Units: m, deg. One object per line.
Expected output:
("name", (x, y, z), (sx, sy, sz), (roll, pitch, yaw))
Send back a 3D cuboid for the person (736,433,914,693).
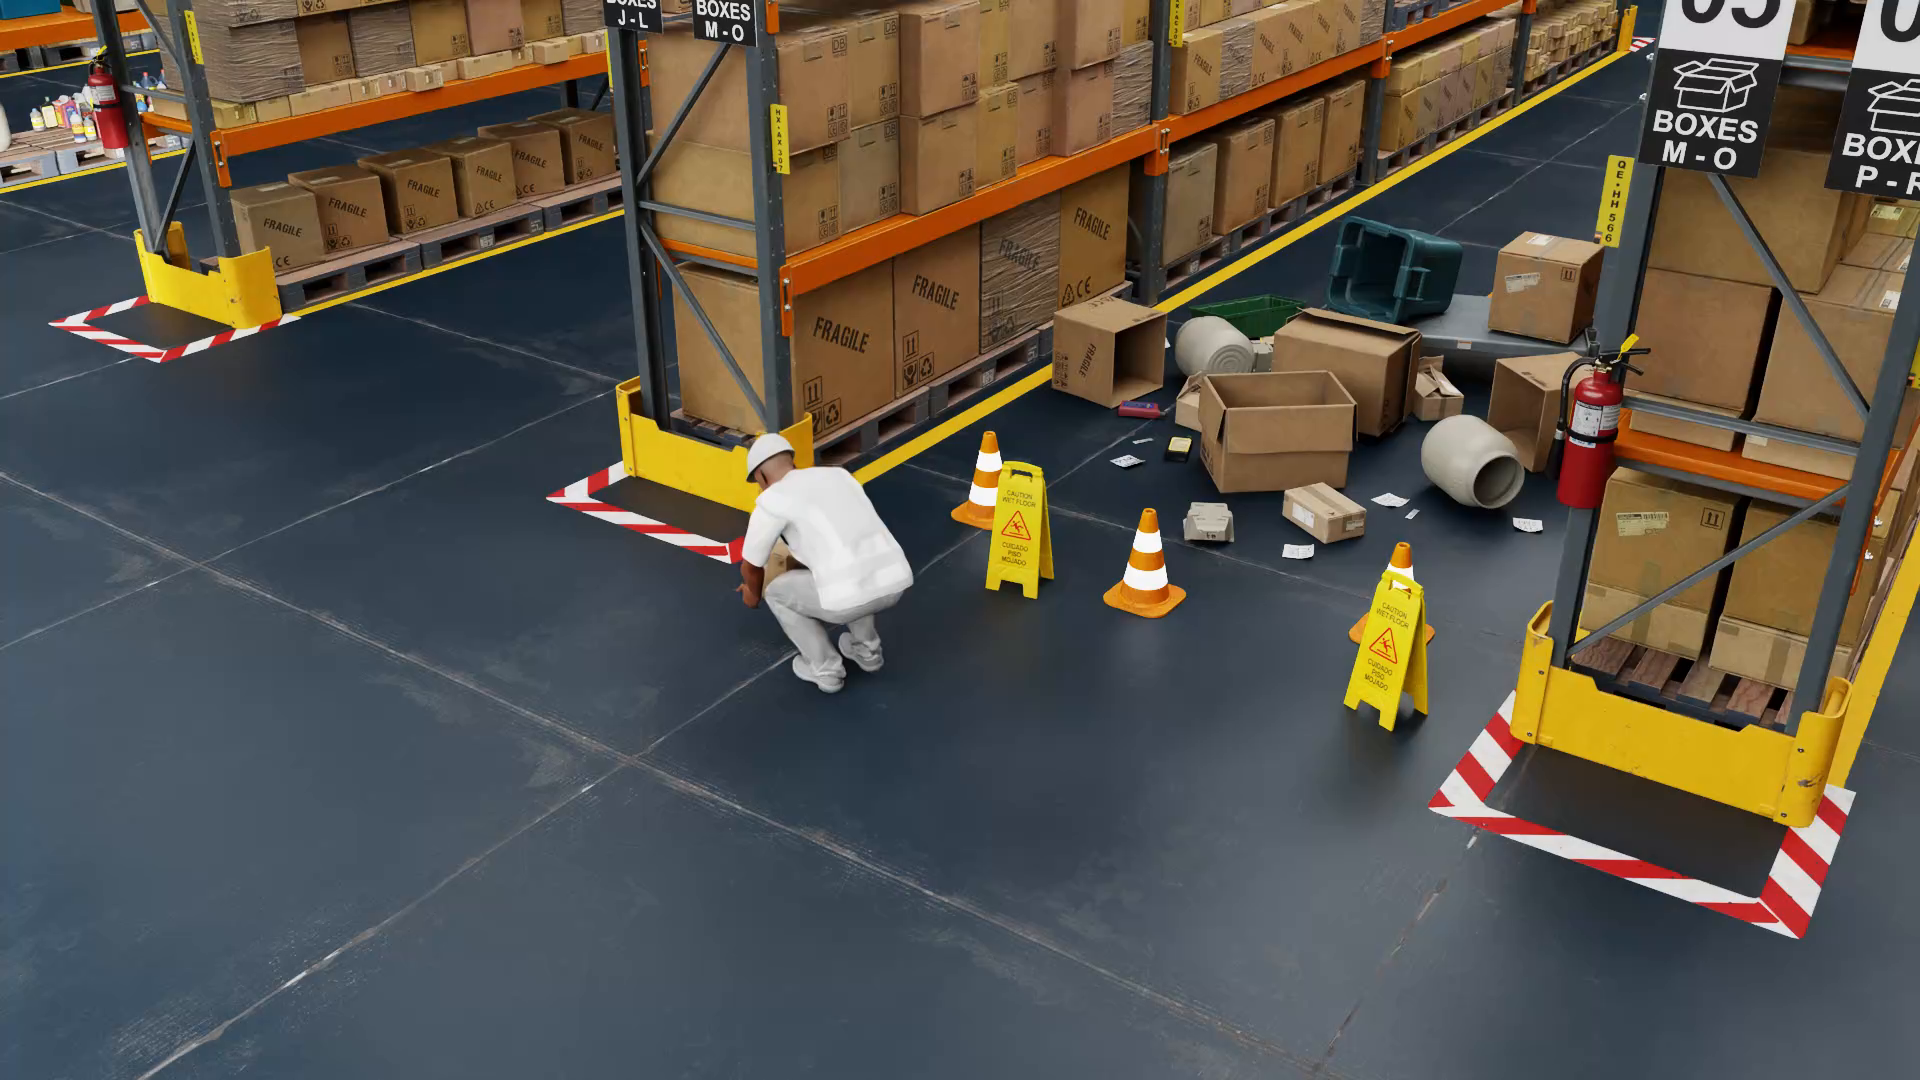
("person", (-0.631, 0.090, 7.252), (0.578, 1.015, 0.926), (-19, 32, -33))
